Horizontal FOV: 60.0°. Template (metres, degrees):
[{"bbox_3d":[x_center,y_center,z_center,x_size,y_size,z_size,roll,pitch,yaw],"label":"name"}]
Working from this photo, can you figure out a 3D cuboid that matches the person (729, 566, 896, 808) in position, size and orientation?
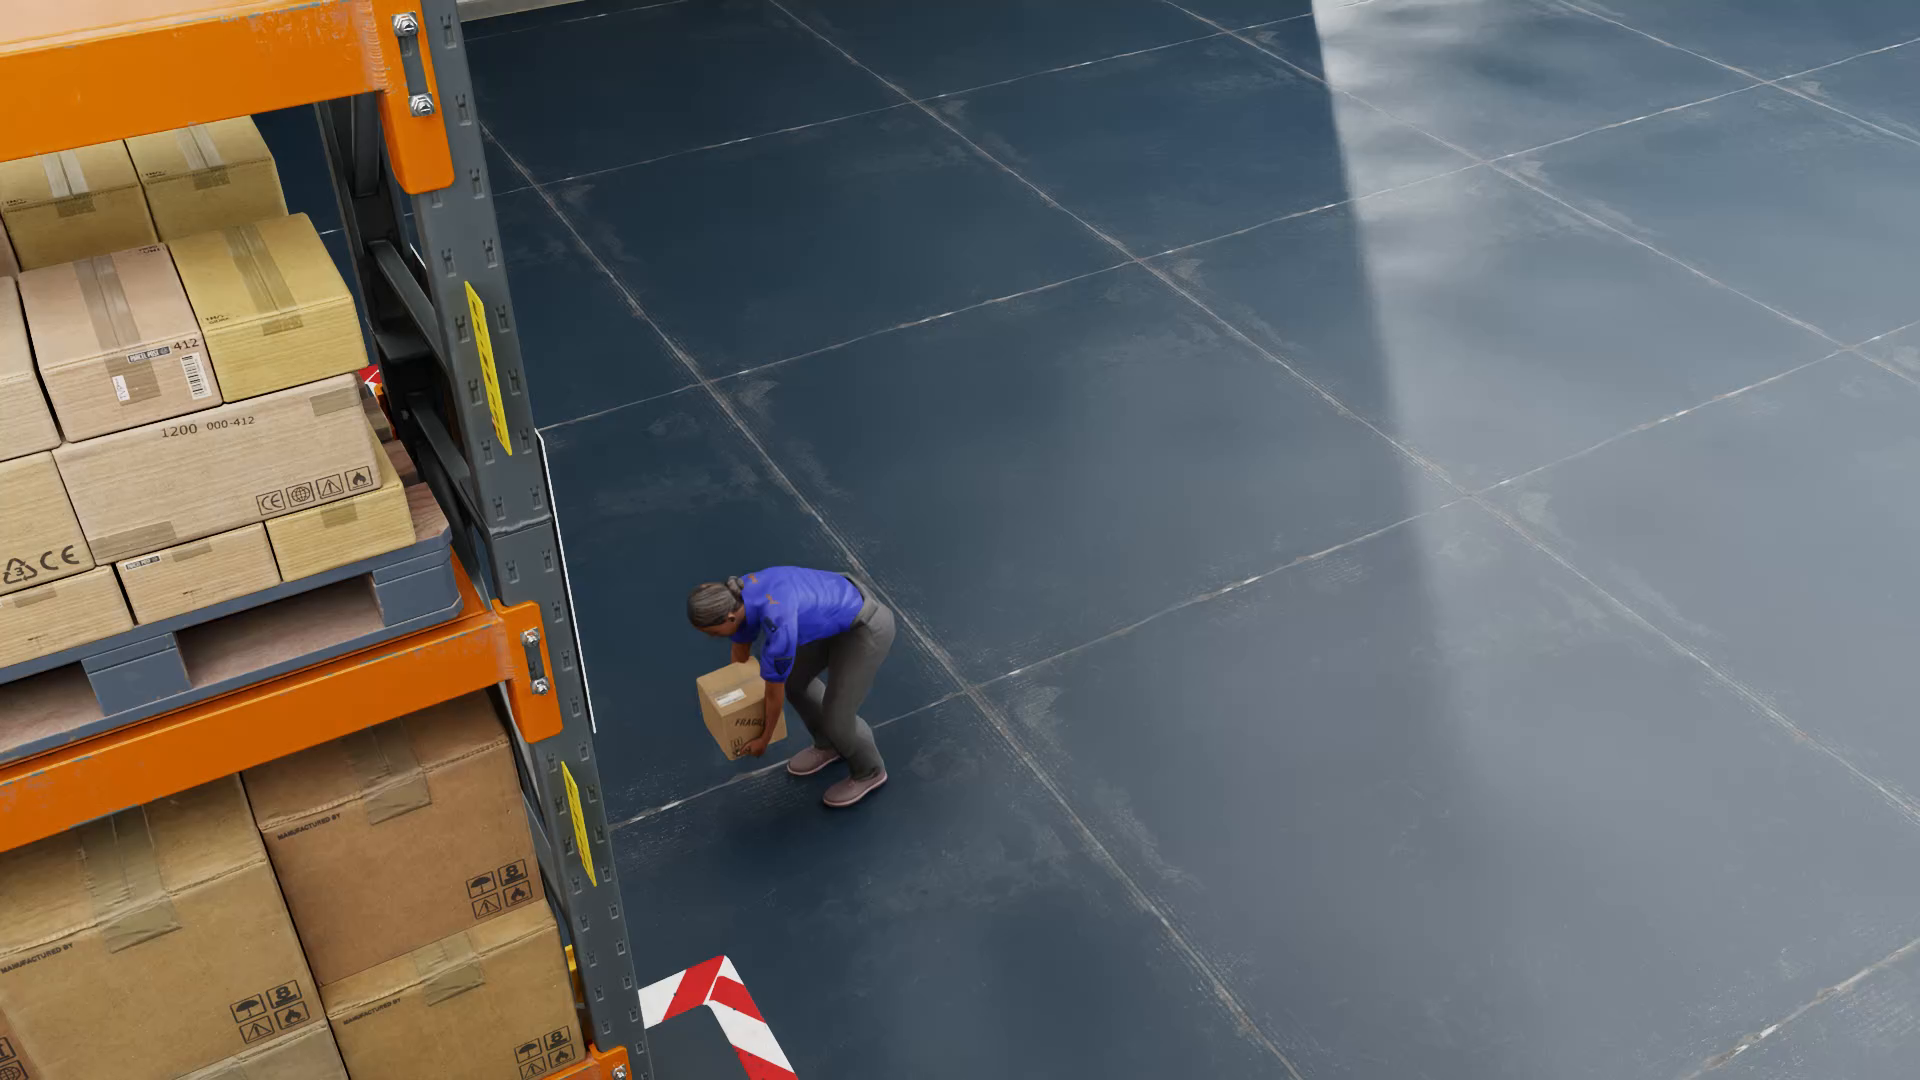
[{"bbox_3d":[-0.563,0.551,6.628,0.625,1.148,0.422,-21,42,-25],"label":"person"}]
